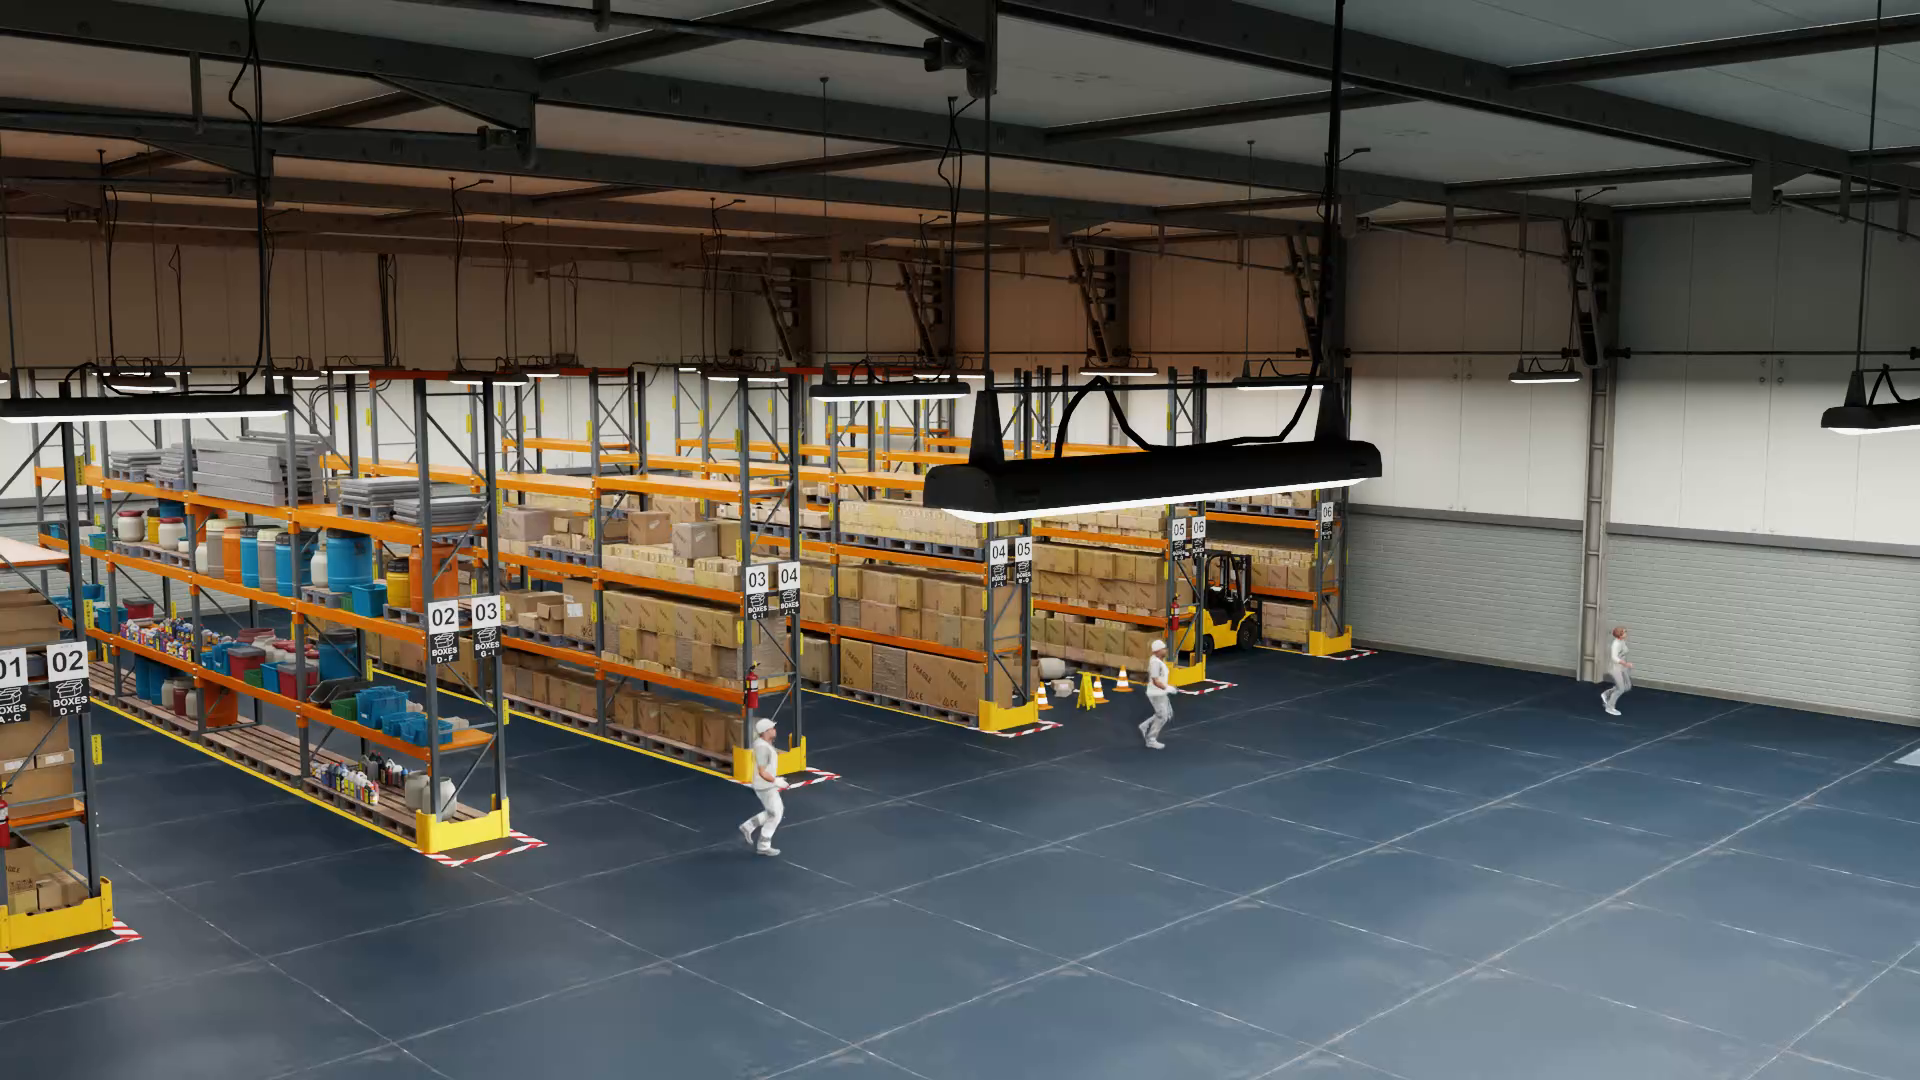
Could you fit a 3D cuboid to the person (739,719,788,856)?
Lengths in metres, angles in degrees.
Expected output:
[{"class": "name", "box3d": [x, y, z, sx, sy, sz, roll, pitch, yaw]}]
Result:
[{"class": "person", "box3d": [-2.485, 3.108, 20.973, 0.622, 1.739, 0.692, -1, 7, -9]}]

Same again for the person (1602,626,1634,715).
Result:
[{"class": "person", "box3d": [11.526, 2.278, 29.097, 0.562, 1.560, 0.570, 4, 8, 34]}]

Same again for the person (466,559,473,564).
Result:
[{"class": "person", "box3d": [-11.233, 1.235, 38.015, 0.679, 1.635, 0.895, -4, 7, -30]}]

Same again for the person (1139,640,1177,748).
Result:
[{"class": "person", "box3d": [3.177, 2.460, 26.671, 0.613, 1.735, 0.719, 1, 7, 8]}]
